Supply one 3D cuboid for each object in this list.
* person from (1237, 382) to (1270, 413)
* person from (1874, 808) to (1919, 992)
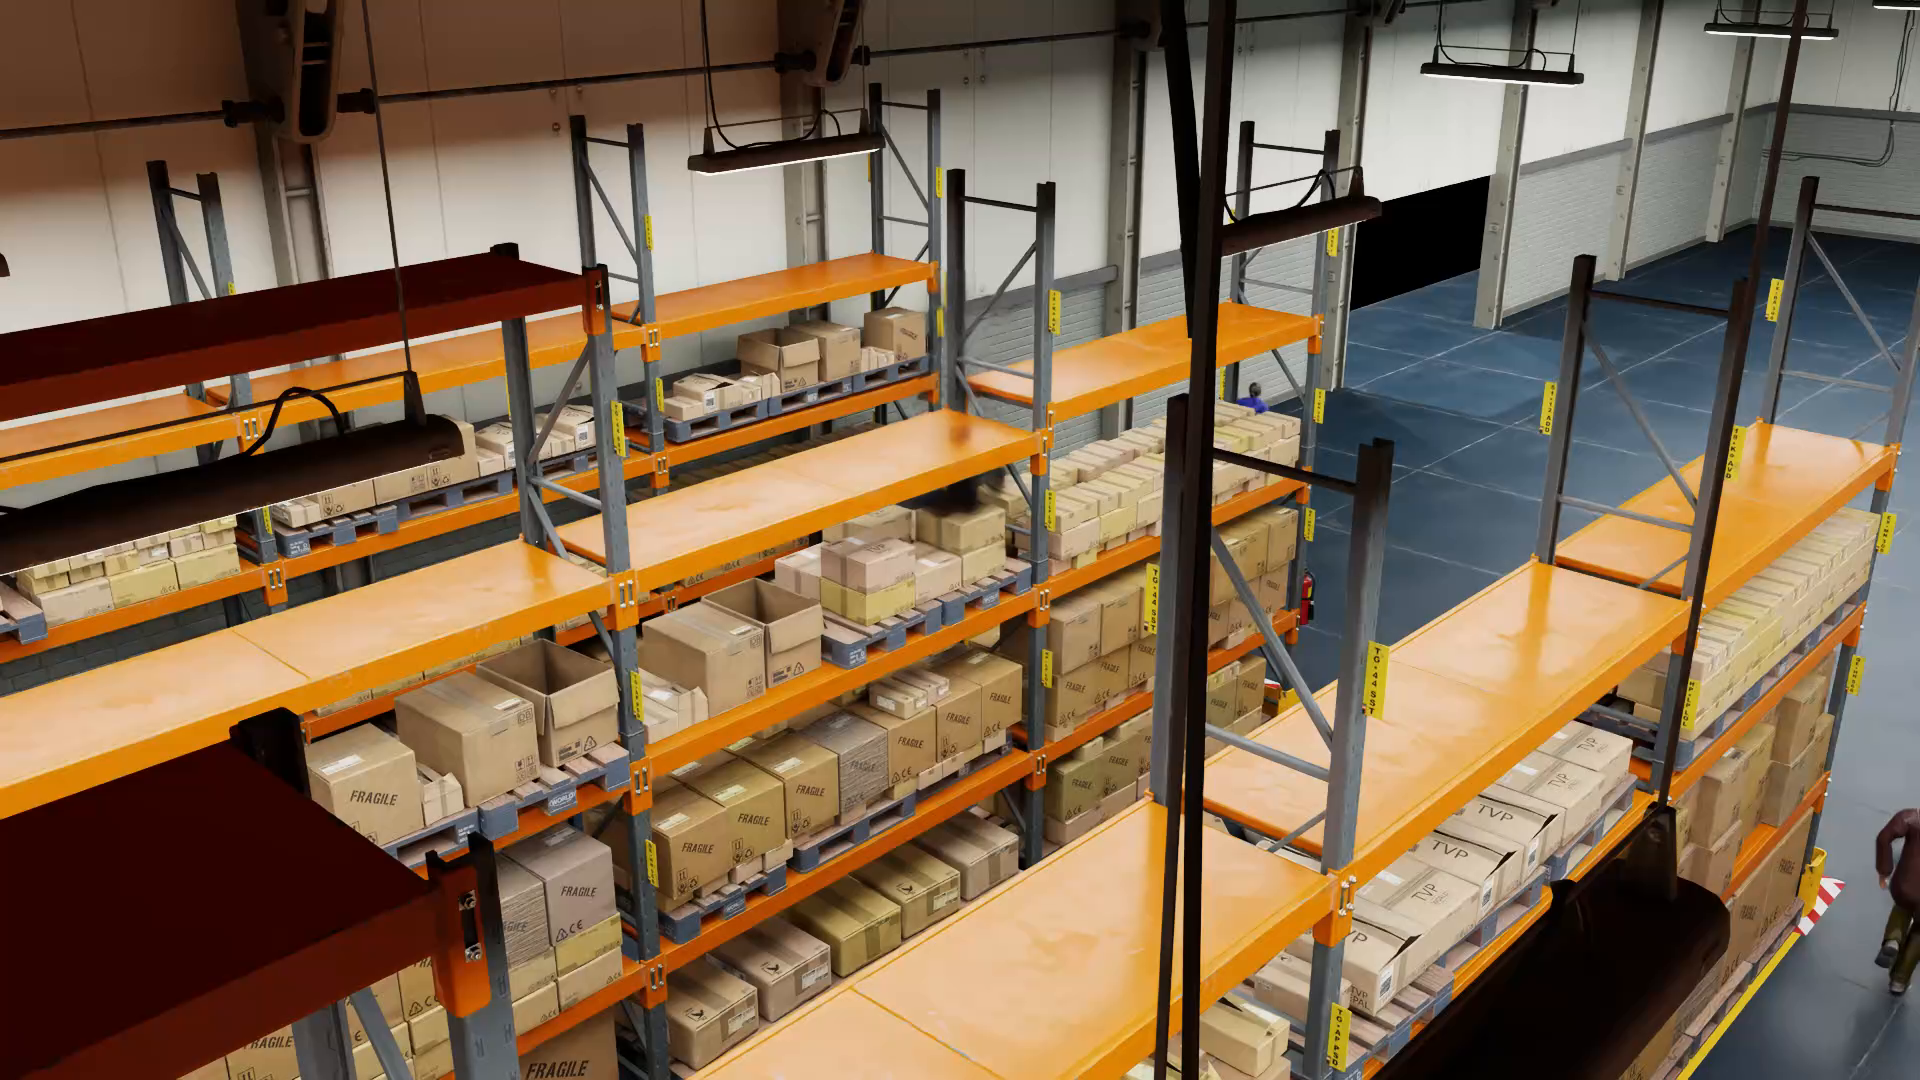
[{"bbox_3d":[4.064,-1.386,23.376,0.608,1.701,0.894,14,25,32],"label":"person"},{"bbox_3d":[7.458,2.640,12.846,0.729,1.727,0.648,17,27,37],"label":"person"}]
